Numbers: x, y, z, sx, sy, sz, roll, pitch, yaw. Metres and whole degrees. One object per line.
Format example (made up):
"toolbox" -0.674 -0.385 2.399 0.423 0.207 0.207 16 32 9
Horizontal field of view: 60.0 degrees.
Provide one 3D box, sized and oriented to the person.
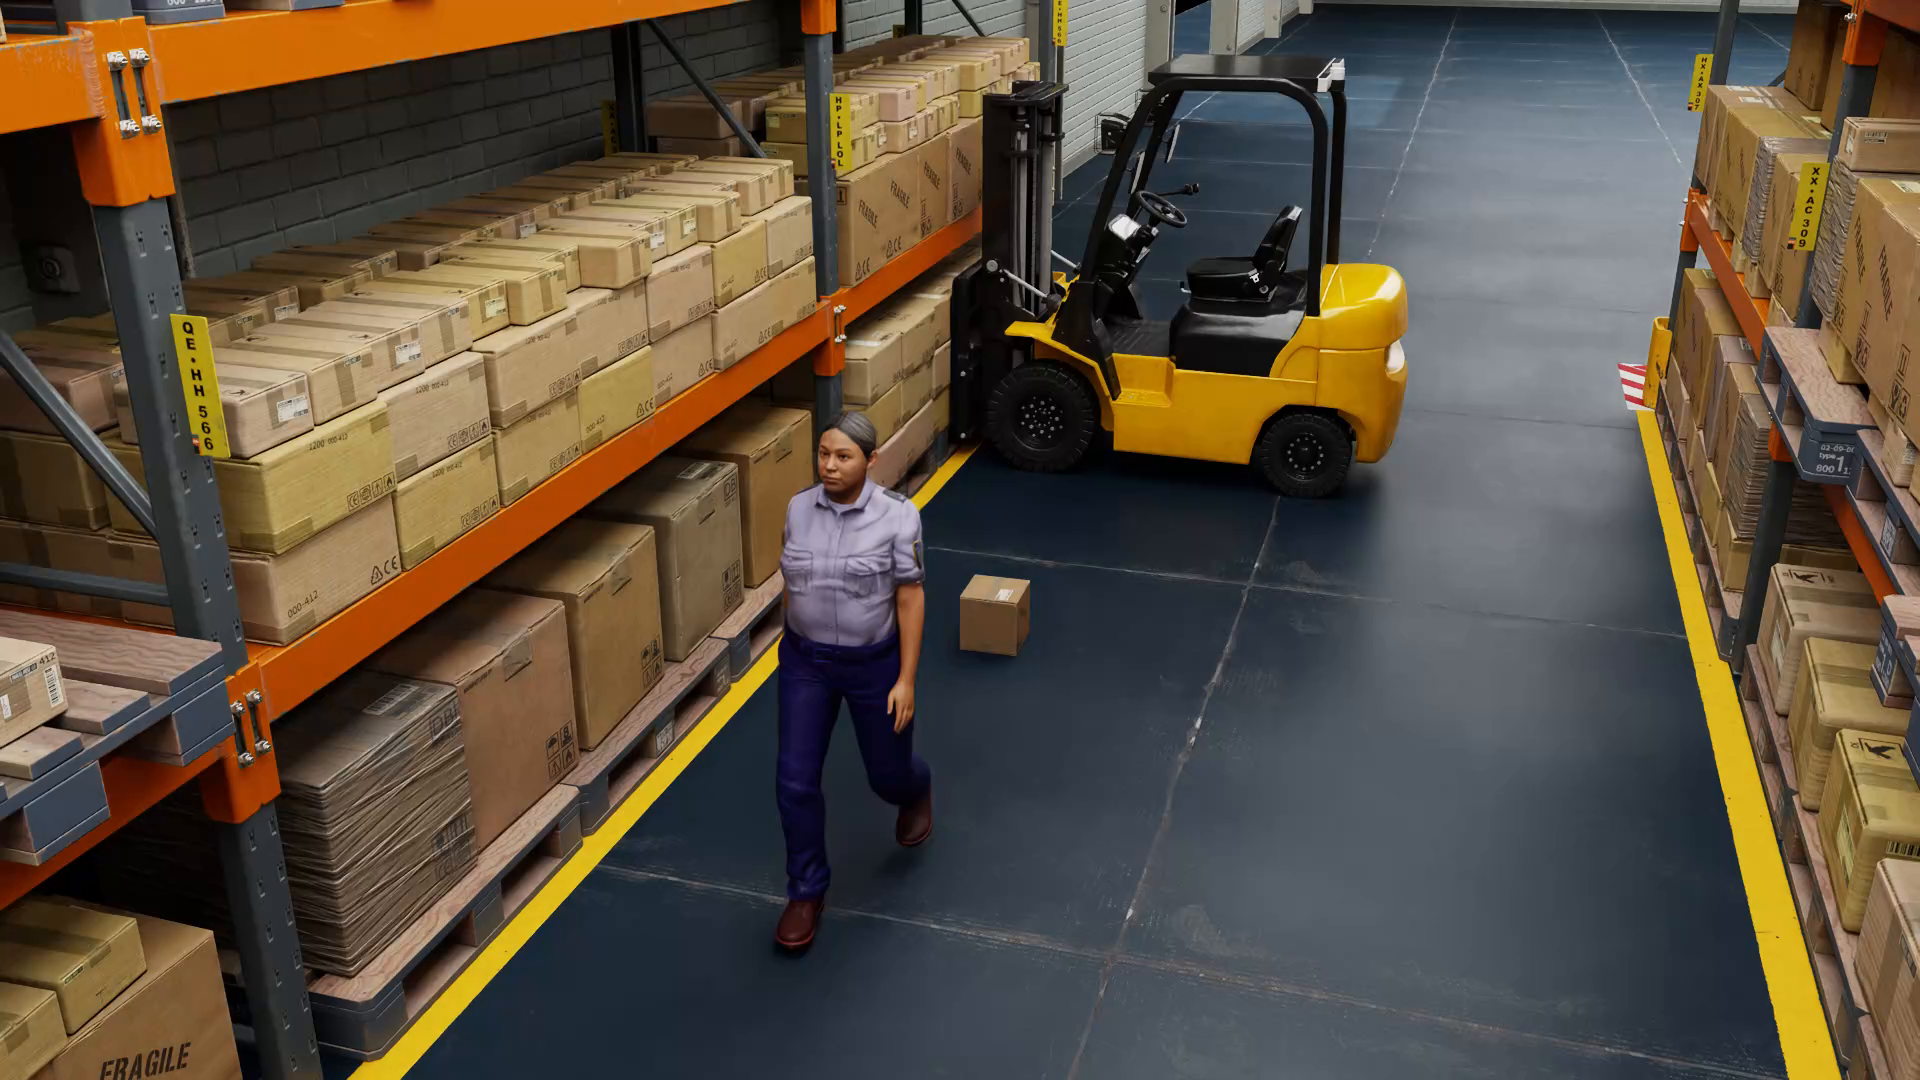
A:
"person" -0.334 0.380 5.154 0.480 1.603 0.836 5 23 13
